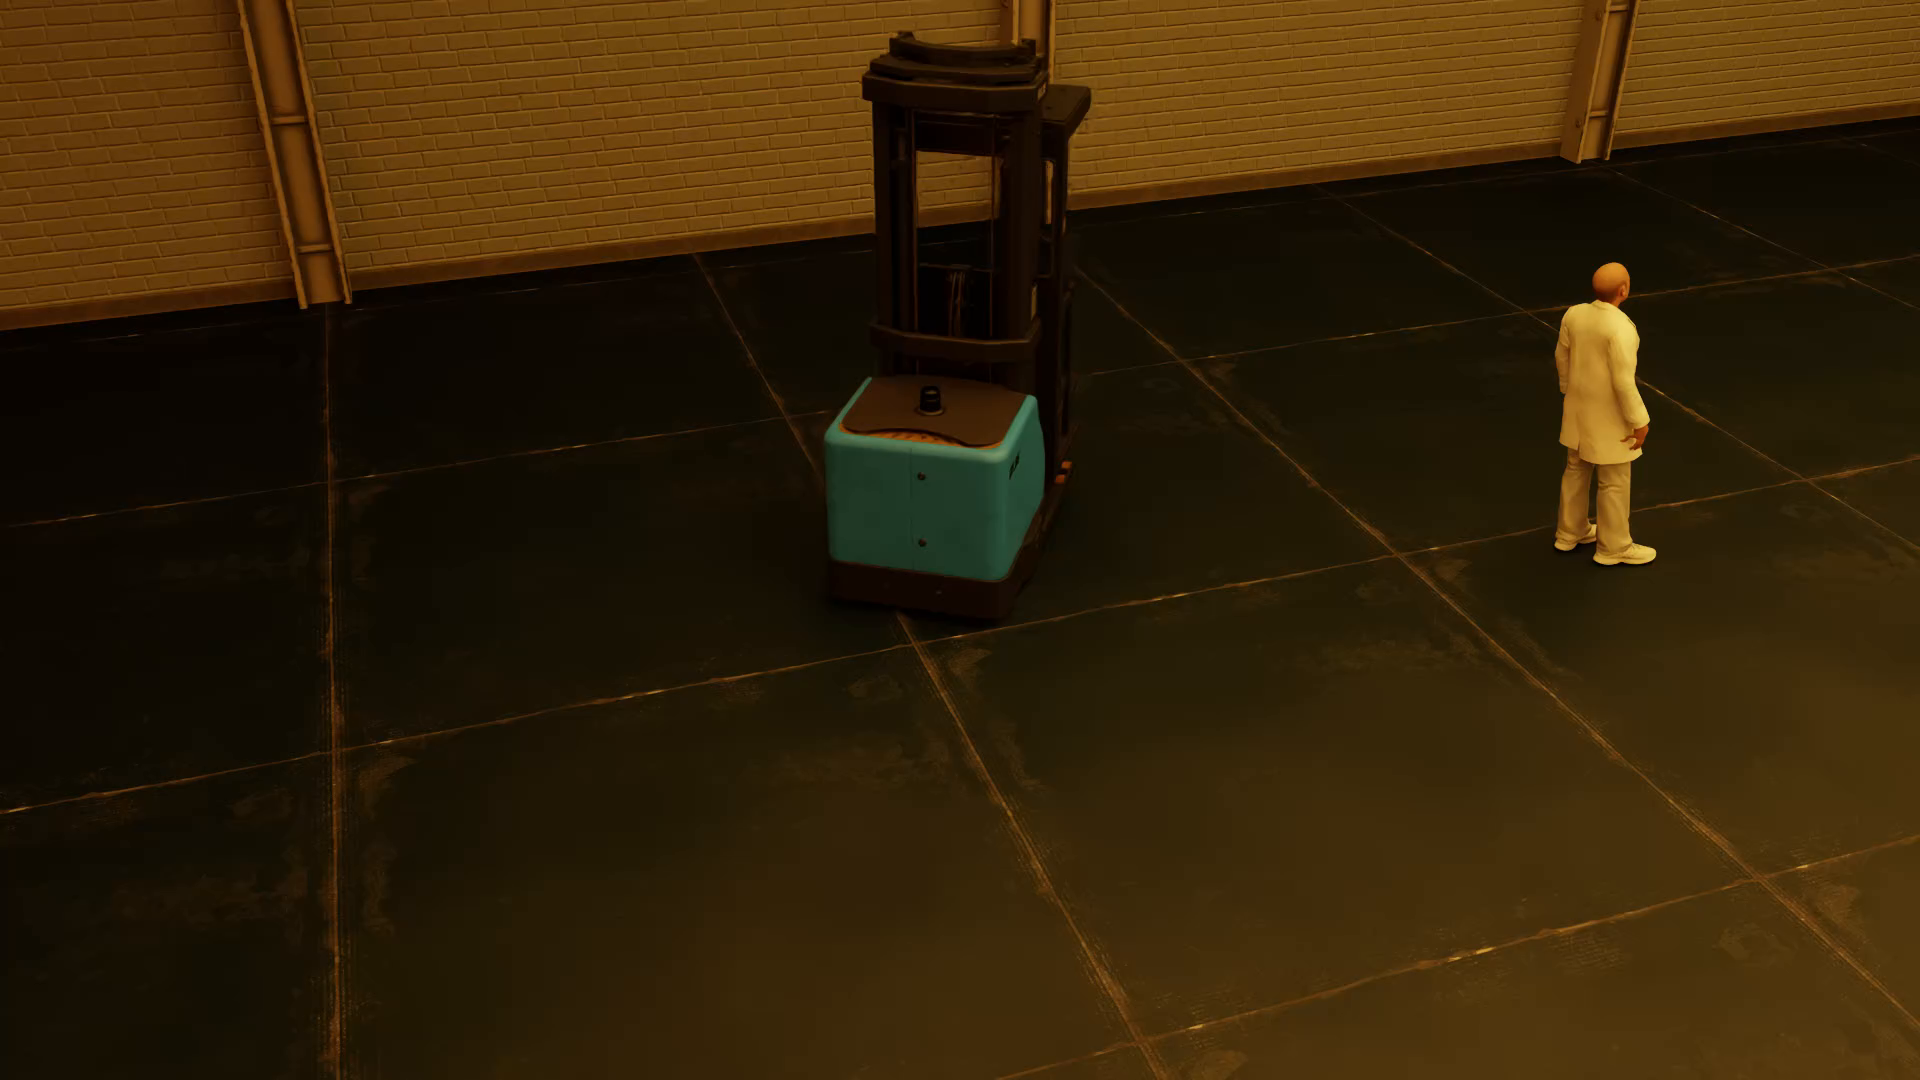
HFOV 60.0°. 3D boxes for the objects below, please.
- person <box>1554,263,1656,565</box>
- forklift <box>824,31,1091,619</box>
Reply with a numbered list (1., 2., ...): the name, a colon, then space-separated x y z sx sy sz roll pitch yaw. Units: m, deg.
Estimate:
1. person: 3.730 -0.743 9.520 0.581 1.775 0.694 -10 32 -17
2. forklift: 0.119 -1.557 9.794 1.130 2.935 3.031 7 31 13
